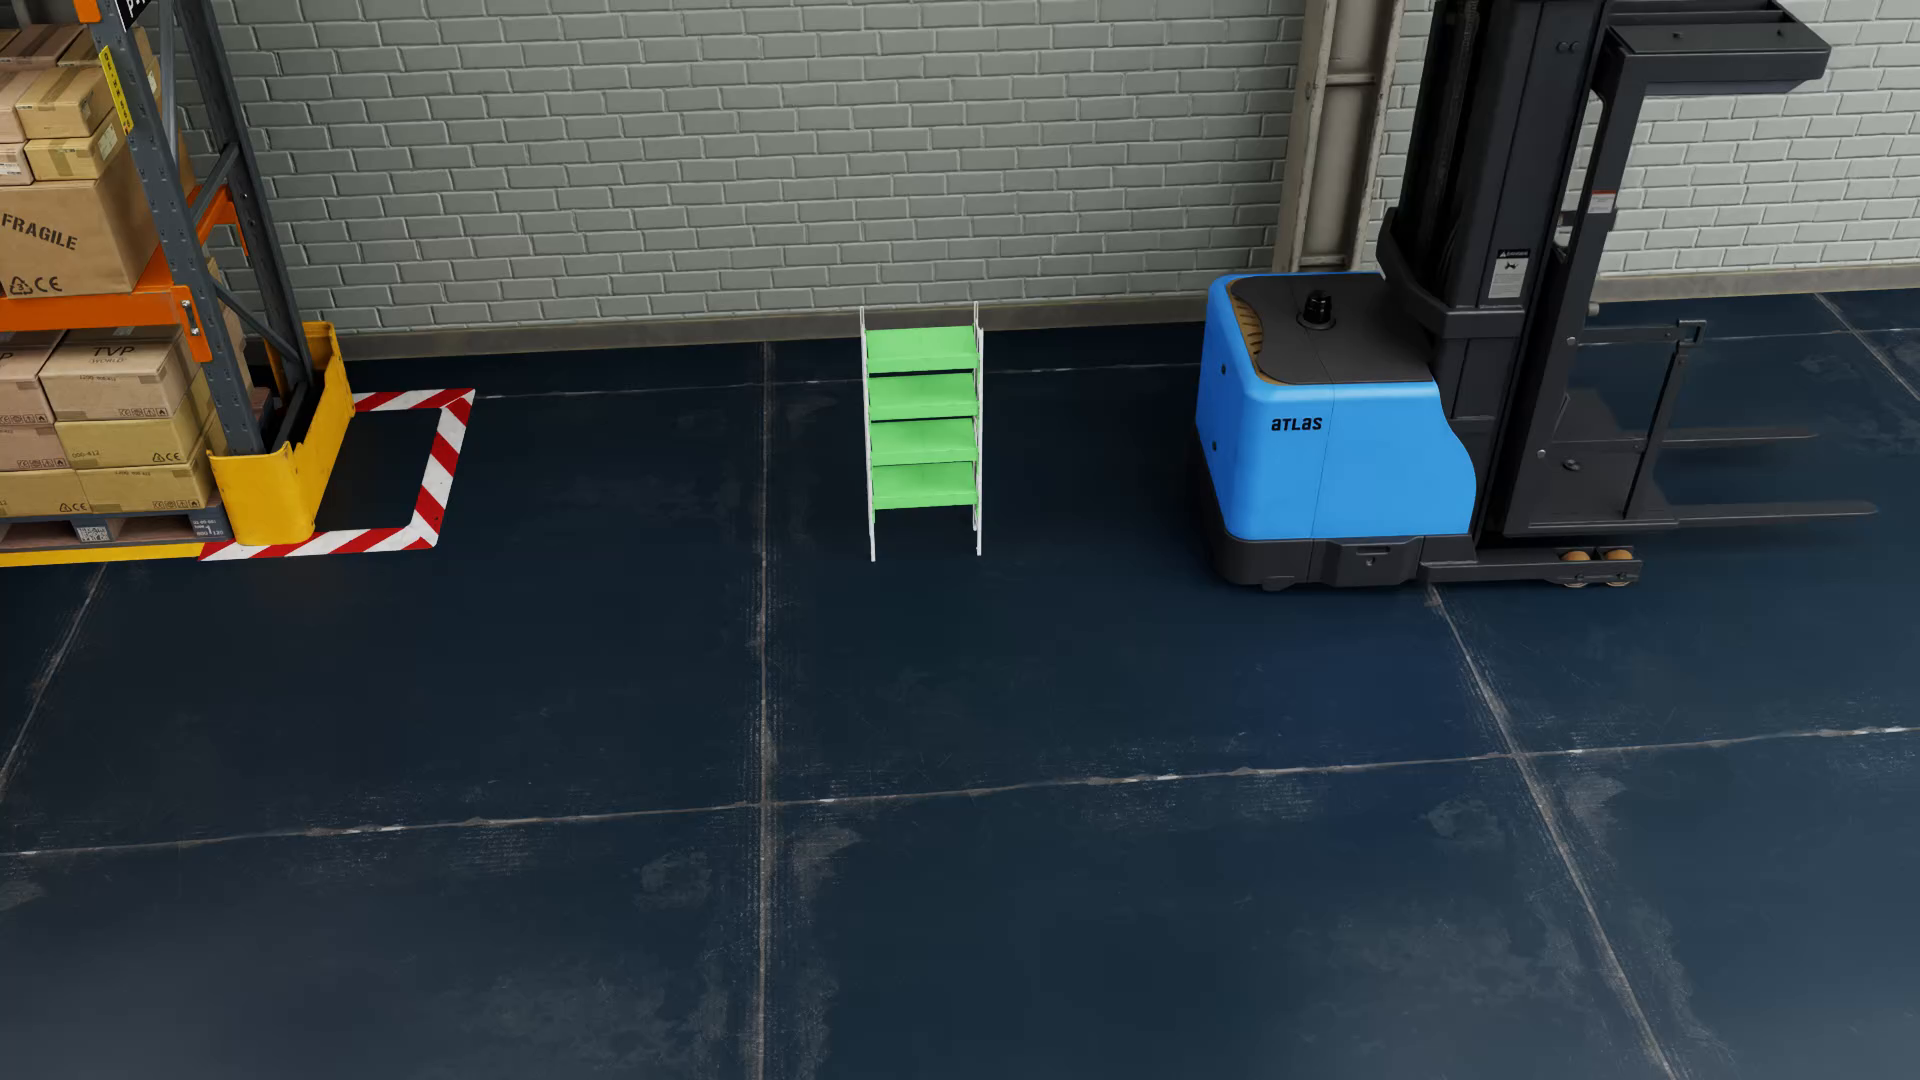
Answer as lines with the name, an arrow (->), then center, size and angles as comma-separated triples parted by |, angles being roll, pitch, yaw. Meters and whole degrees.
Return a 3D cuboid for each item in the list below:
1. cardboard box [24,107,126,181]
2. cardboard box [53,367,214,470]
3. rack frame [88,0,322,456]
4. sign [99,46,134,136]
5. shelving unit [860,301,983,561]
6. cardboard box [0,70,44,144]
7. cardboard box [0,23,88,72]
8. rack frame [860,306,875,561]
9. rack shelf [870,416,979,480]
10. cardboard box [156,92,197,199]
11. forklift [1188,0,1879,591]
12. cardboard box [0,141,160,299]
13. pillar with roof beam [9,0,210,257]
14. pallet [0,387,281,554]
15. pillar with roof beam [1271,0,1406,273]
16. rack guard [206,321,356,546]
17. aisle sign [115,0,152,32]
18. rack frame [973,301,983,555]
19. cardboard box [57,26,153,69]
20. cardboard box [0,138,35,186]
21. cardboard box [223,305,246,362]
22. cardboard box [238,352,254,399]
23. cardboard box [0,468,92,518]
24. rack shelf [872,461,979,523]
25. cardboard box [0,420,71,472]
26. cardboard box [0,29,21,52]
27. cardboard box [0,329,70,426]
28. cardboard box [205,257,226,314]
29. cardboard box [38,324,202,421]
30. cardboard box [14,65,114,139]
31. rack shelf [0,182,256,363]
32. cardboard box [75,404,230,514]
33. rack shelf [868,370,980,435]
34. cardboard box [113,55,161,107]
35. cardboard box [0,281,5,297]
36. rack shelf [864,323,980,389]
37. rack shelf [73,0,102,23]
cardboard box -> -3.594, -1.616, 6.772 | 0.250, 0.149, 0.380 | -3, 38, -3
cardboard box -> -3.731, -0.576, 7.535 | 0.500, 0.250, 0.500 | -4, 38, -5
rack frame -> -3.274, -1.514, 7.247 | 0.127, 3.000, 1.000 | -3, 38, -4
sign -> -3.239, -1.726, 6.390 | 0.005, 0.325, 0.100 | -3, 38, -4
shelving unit -> -0.165, -0.462, 7.367 | 0.503, 1.200, 0.258 | -3, 38, -4
cardboard box -> -3.855, -1.742, 6.692 | 0.250, 0.149, 0.380 | -3, 38, -4
cardboard box -> -3.897, -2.062, 7.097 | 0.250, 0.149, 0.380 | -2, 38, -2
rack frame -> -0.408, -0.449, 7.350 | 0.015, 1.200, 0.240 | -3, 38, -4
rack shelf -> -0.165, -0.412, 7.406 | 0.480, 0.148, 0.258 | -3, 38, -4
cardboard box -> -3.792, -1.697, 7.399 | 0.500, 0.500, 0.500 | -2, 38, -3
forklift -> 2.649, -1.264, 6.986 | 3.031, 2.935, 1.130 | -2, 38, -2
cardboard box -> -3.740, -1.364, 6.976 | 0.500, 0.500, 0.500 | -4, 38, -5
pillar with roof beam -> -3.666, -1.731, 2.679 | 0.400, 9.000, 9.100 | -3, 38, -4
pallet -> -4.032, -0.351, 8.025 | 1.213, 0.211, 1.003 | -3, 38, -4
pillar with roof beam -> 2.311, -2.060, 3.096 | 0.400, 9.000, 9.100 | -3, 38, -4
rack guard -> -3.250, -0.534, 8.023 | 0.348, 0.500, 1.175 | -3, 38, -4
aisle sign -> -3.182, -2.357, 6.217 | 0.004, 0.787, 0.394 | -3, 38, -4
rack frame -> 0.078, -0.475, 7.384 | 0.015, 1.200, 0.240 | -3, 38, -4
cardboard box -> -3.627, -2.038, 7.067 | 0.250, 0.149, 0.380 | -4, 38, -5
cardboard box -> -3.846, -1.583, 6.731 | 0.250, 0.149, 0.380 | -3, 38, -3
cardboard box -> -3.760, -0.898, 7.943 | 0.500, 0.250, 0.500 | -2, 38, -3
cardboard box -> -3.780, -0.693, 8.087 | 0.500, 0.250, 0.500 | -3, 38, -4
cardboard box -> -4.210, -0.357, 7.662 | 0.500, 0.250, 0.500 | -3, 38, -4
rack shelf -> -0.165, -0.223, 7.555 | 0.480, 0.148, 0.258 | -3, 38, -4
cardboard box -> -4.231, -0.555, 7.509 | 0.500, 0.250, 0.500 | -3, 38, -4
cardboard box -> -4.152, -2.021, 7.045 | 0.250, 0.149, 0.380 | -2, 38, -3
cardboard box -> -4.213, -0.742, 7.343 | 0.500, 0.250, 0.500 | -2, 38, -3
cardboard box -> -3.769, -1.082, 7.773 | 0.500, 0.250, 0.500 | -4, 38, -5
cardboard box -> -3.705, -0.774, 7.383 | 0.500, 0.250, 0.500 | -2, 38, -2
cardboard box -> -3.612, -1.775, 6.733 | 0.250, 0.149, 0.380 | -3, 38, -4
rack shelf -> -5.266, -1.122, 7.331 | 4.000, 0.370, 1.077 | -3, 38, -4
cardboard box -> -3.714, -0.378, 7.689 | 0.500, 0.250, 0.500 | -3, 38, -4
rack shelf -> -0.165, -0.600, 7.258 | 0.480, 0.148, 0.258 | -3, 38, -4
cardboard box -> -3.634, -1.949, 7.194 | 0.250, 0.149, 0.380 | -4, 38, -5
cardboard box -> -4.258, -1.341, 6.948 | 0.500, 0.500, 0.500 | -2, 38, -3
rack shelf -> -0.165, -0.789, 7.109 | 0.480, 0.148, 0.258 | -3, 38, -4
rack shelf -> -5.266, -2.299, 6.402 | 4.000, 0.370, 1.077 | -3, 38, -4
